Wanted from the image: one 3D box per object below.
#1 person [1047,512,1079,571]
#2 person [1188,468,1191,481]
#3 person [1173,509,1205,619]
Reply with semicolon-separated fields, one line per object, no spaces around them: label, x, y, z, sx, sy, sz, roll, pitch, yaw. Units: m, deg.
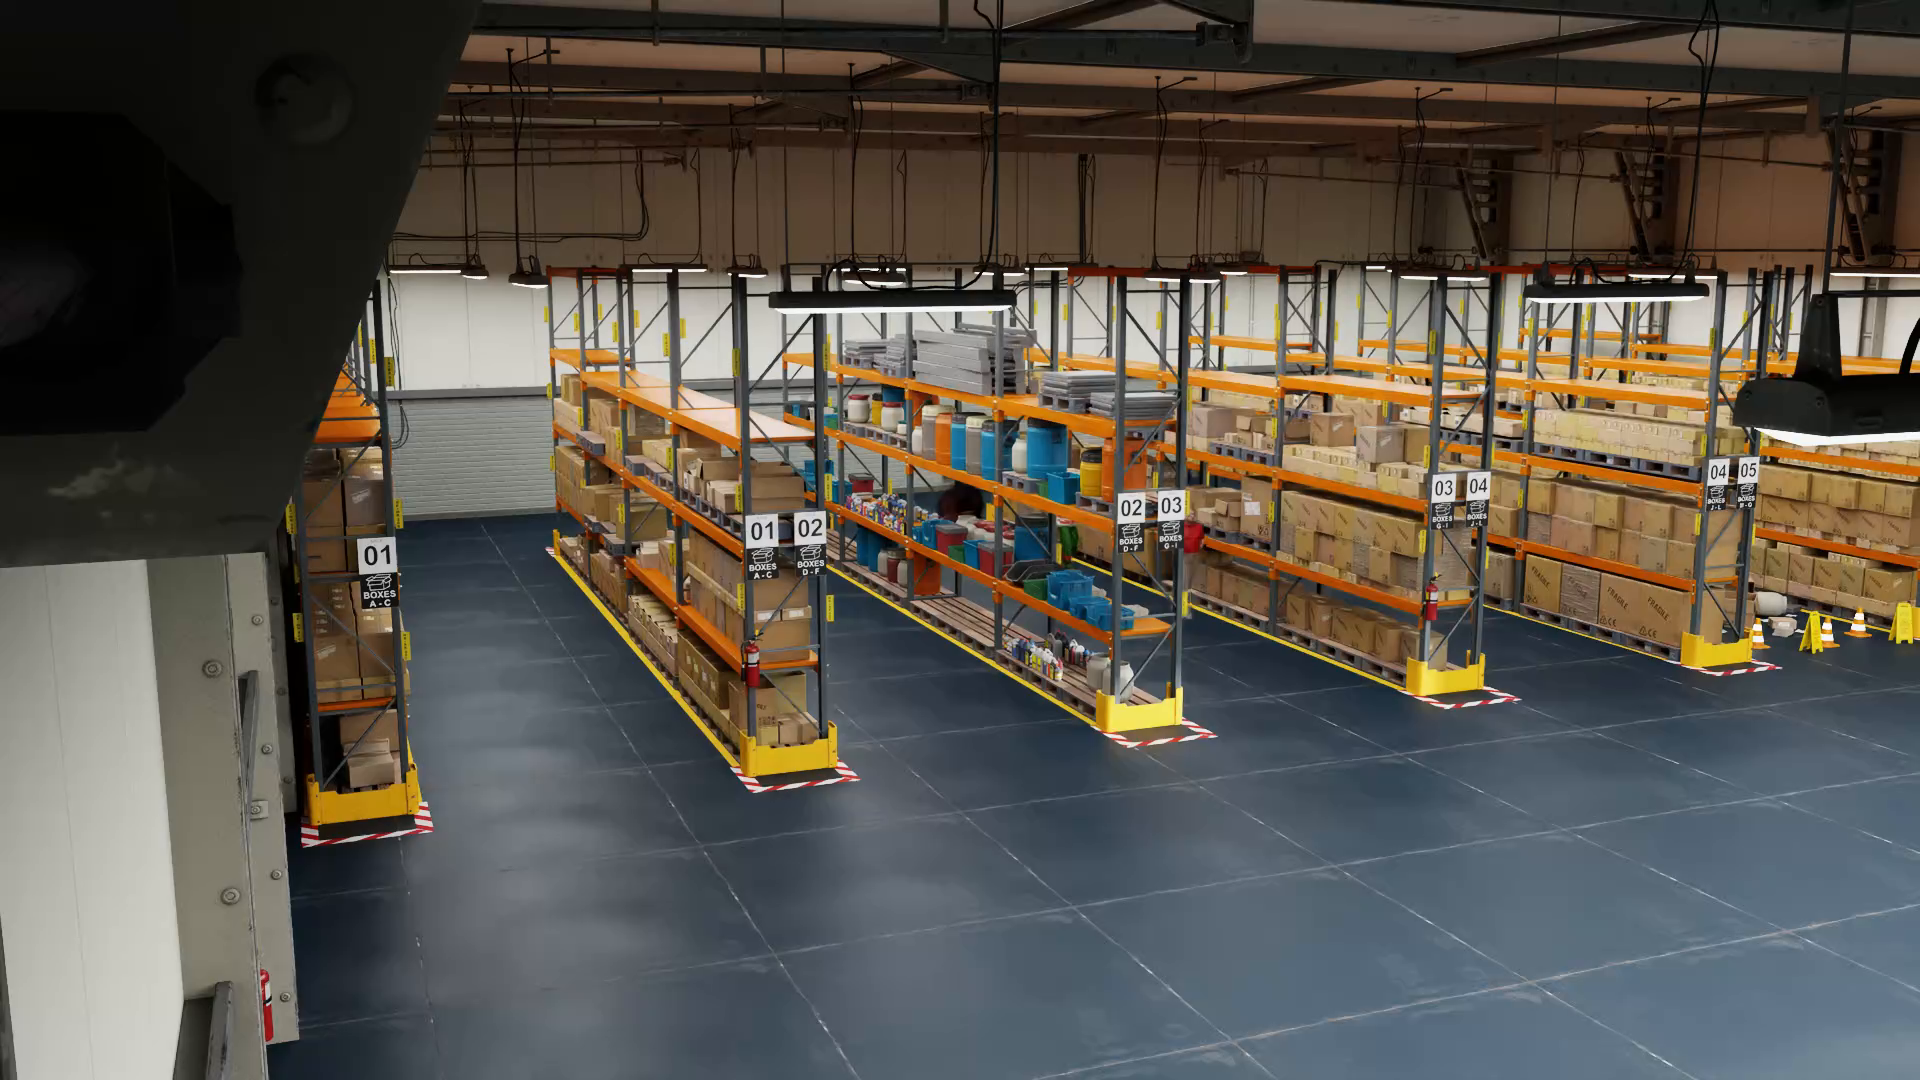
person;2.004;-0.262;31.404;0.653;1.760;0.710;-6;11;-29
person;5.568;-1.624;41.465;0.478;1.588;0.660;1;10;6
person;3.834;0.379;27.979;0.648;1.823;0.698;-4;11;-22
